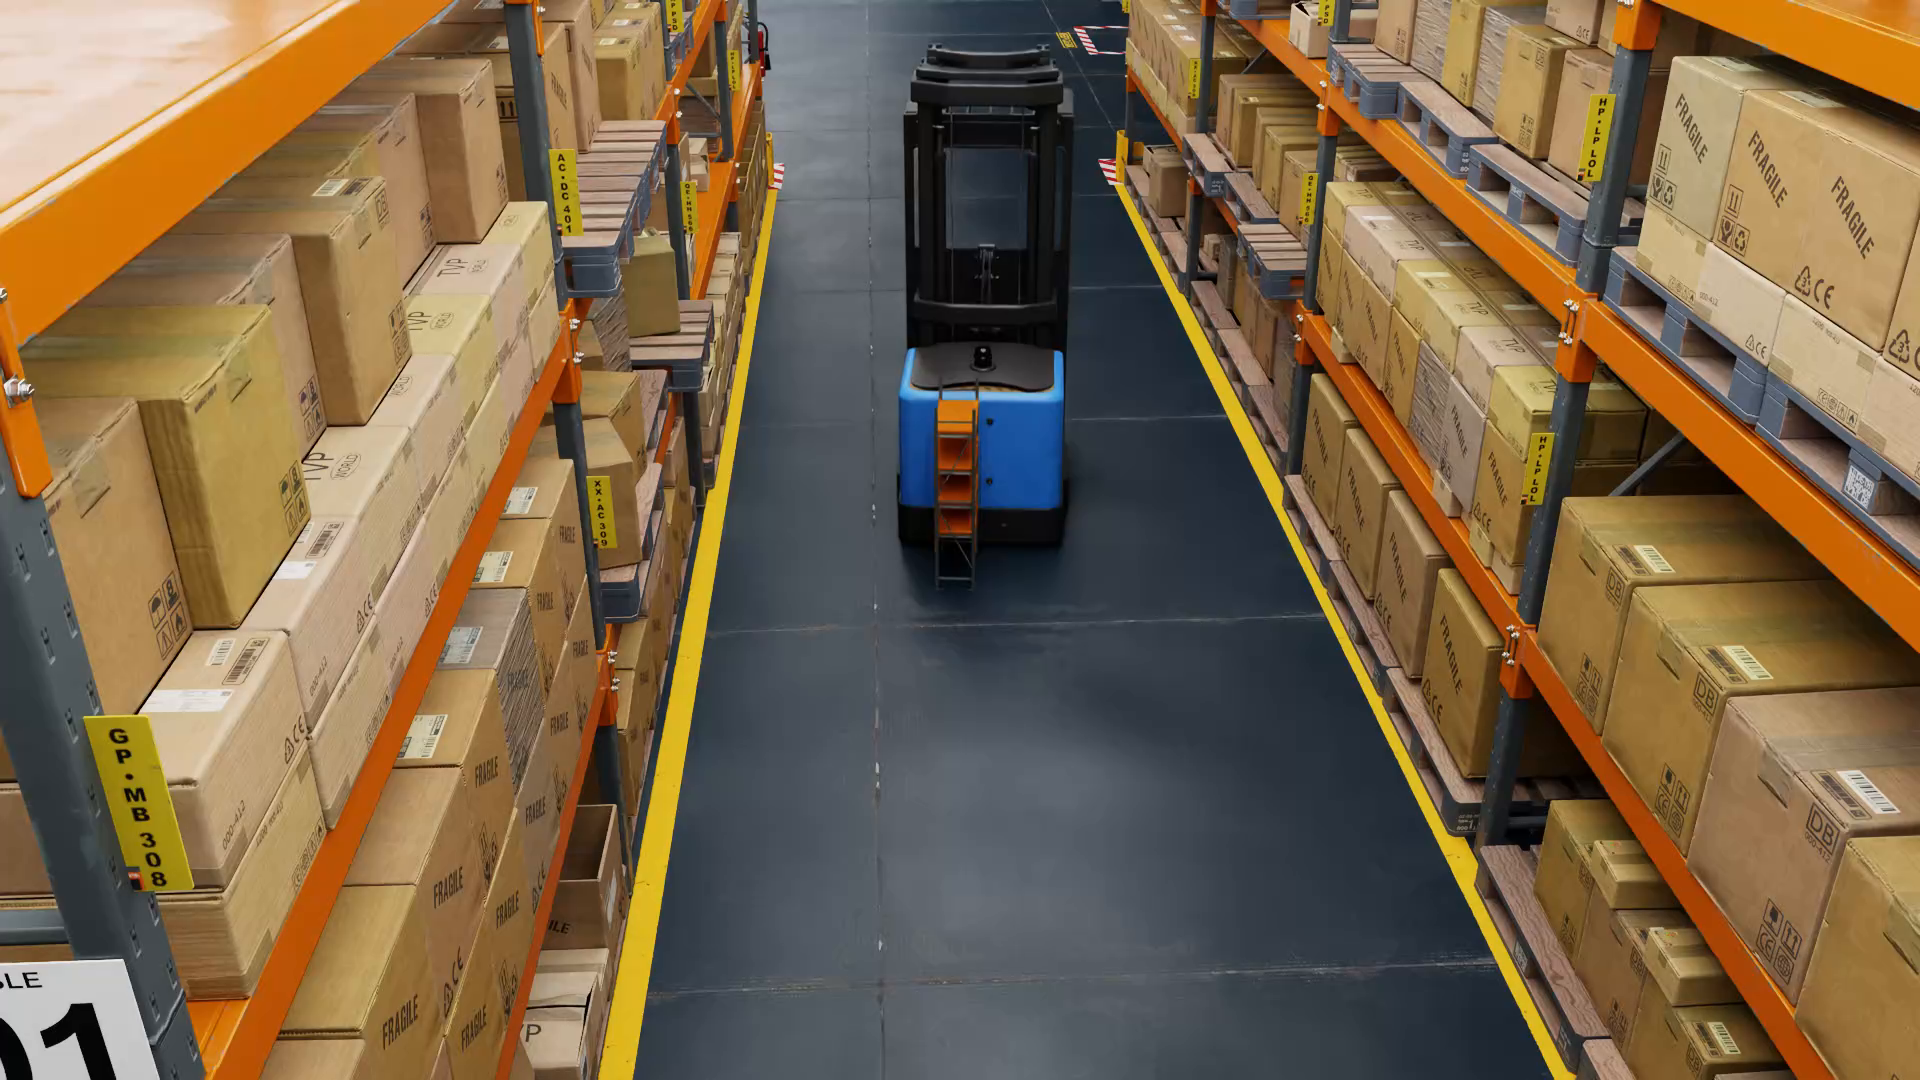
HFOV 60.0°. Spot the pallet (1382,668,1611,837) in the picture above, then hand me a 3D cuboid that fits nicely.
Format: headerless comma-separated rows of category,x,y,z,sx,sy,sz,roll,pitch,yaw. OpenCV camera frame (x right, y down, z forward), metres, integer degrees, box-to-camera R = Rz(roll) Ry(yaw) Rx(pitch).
pallet,2.825,1.050,8.509,1.003,0.211,1.213,-1,28,-3

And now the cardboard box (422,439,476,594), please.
cardboard box,-1.643,-0.063,4.546,0.500,0.250,0.500,-1,28,-3

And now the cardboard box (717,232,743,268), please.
cardboard box,-2.116,-2.441,14.099,0.500,0.311,0.500,-1,28,-3

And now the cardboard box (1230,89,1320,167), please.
cardboard box,2.538,-3.272,13.196,0.700,0.500,0.500,1,28,3

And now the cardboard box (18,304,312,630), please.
cardboard box,-1.782,-0.151,3.363,0.700,0.500,0.500,-1,28,-3

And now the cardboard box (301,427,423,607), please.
cardboard box,-1.616,-0.054,3.988,0.500,0.250,0.500,-1,28,-3

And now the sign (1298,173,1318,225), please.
sign,2.190,-2.140,10.444,0.100,0.325,0.005,-1,28,-3

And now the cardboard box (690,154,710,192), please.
cardboard box,-2.194,-2.944,13.297,0.396,0.266,0.258,-2,28,-4

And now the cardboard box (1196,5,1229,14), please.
cardboard box,2.599,-4.965,16.355,0.500,0.500,0.500,-2,28,-4

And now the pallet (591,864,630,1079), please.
pallet,-1.971,1.843,6.989,1.003,0.211,1.213,-1,28,-3

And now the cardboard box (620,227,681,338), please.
cardboard box,-2.069,-1.501,9.821,0.700,0.500,0.500,-11,29,-20

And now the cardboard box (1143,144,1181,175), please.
cardboard box,2.260,-4.055,17.713,0.500,0.311,0.500,-4,28,-8

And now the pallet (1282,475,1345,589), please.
pallet,2.698,-0.077,10.670,1.003,0.211,1.213,-1,28,-3

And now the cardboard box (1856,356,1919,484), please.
cardboard box,2.786,-0.291,4.421,0.500,0.250,0.500,-2,28,-4

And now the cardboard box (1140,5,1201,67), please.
cardboard box,2.076,-4.954,16.334,0.500,0.500,0.500,-2,28,-4

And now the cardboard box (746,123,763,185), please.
cardboard box,-2.240,-3.850,16.597,0.500,0.500,0.500,-1,28,-3

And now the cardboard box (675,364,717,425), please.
cardboard box,-1.949,-1.023,11.380,0.500,0.311,0.500,0,28,-1

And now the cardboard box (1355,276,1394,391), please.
cardboard box,2.545,-1.163,9.284,0.500,0.500,0.500,-2,28,-3

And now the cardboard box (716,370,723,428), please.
cardboard box,-1.976,-1.006,11.955,0.500,0.250,0.500,-2,28,-4

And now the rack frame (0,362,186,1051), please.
rack frame,-1.797,-0.524,2.023,1.000,3.000,0.127,-1,28,-3

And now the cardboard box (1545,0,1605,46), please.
cardboard box,2.982,-2.398,7.466,0.500,0.250,0.500,-2,28,-4

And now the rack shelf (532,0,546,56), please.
rack shelf,-2.110,-2.798,7.594,1.077,0.370,4.000,-1,28,-3

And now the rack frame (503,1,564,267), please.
rack frame,-2.006,-2.371,5.565,1.000,3.000,0.127,-1,28,-3

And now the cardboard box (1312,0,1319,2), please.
cardboard box,2.757,-3.665,11.156,0.797,0.503,0.637,2,28,5

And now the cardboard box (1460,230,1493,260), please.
cardboard box,3.062,-1.518,9.154,0.500,0.250,0.500,-2,28,-4

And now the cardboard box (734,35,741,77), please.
cardboard box,-2.589,-4.839,16.676,0.700,0.500,0.500,-1,28,-1

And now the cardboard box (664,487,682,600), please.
cardboard box,-1.905,0.020,9.695,0.500,0.500,0.500,-2,28,-5

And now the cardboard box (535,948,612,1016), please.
cardboard box,-1.613,1.786,6.689,0.380,0.149,0.250,-1,28,-3

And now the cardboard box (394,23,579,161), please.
cardboard box,-2.016,-1.858,7.155,0.600,0.600,0.600,-2,28,-3

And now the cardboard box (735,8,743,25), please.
cardboard box,-2.407,-5.292,16.843,0.380,0.149,0.250,-1,28,-1

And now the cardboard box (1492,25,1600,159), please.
cardboard box,2.911,-2.066,7.640,0.700,0.500,0.500,-2,28,-4

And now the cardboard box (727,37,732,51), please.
cardboard box,-2.329,-4.581,15.481,0.380,0.149,0.250,-2,28,-3

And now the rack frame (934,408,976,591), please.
rack frame,-0.029,-0.225,9.883,0.240,1.200,0.015,1,28,2

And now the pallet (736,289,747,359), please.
pallet,-2.346,-1.830,14.030,1.003,0.211,1.213,-1,28,-3

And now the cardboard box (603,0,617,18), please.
cardboard box,-2.198,-3.174,9.159,0.500,0.500,0.500,-1,28,-3

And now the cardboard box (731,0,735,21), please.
cardboard box,-2.585,-5.389,16.328,0.700,0.500,0.500,-2,28,-4

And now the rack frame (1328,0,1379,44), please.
rack frame,2.732,-4.339,9.339,1.000,3.000,0.127,-1,28,-3

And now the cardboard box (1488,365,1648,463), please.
cardboard box,2.661,-0.559,7.316,0.500,0.250,0.500,-1,28,-1

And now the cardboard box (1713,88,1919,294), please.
cardboard box,2.731,-1.086,5.133,0.500,0.500,0.500,-2,28,-4

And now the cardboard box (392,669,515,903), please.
cardboard box,-1.640,0.730,4.917,0.500,0.500,0.500,-2,28,-3

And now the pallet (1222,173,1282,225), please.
pallet,2.588,-2.508,12.522,1.003,0.211,1.213,-1,28,-3

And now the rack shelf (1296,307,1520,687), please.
rack shelf,2.836,-0.437,9.122,1.077,0.370,4.000,-1,28,-3

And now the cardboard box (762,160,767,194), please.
cardboard box,-2.271,-3.749,17.213,0.500,0.250,0.500,-1,28,-3

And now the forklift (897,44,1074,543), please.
forklift,0.195,-1.921,11.265,1.130,2.935,3.031,1,28,2

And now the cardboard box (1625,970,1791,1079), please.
cardboard box,2.925,1.907,6.099,0.700,0.500,0.500,-1,28,-1

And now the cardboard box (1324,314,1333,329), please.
cardboard box,2.518,-1.419,10.478,0.380,0.149,0.250,-2,28,-3

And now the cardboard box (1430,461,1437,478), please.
cardboard box,2.616,-0.351,8.429,0.380,0.149,0.250,-1,28,-3

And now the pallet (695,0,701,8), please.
pallet,-2.365,-4.244,12.606,0.805,0.209,1.217,-2,28,-5

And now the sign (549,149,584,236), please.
sign,-1.464,-1.287,6.171,0.100,0.325,0.005,-1,28,-3

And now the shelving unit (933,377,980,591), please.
shelving unit,-0.018,-0.337,10.099,0.258,1.200,0.503,1,28,2

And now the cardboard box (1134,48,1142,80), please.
cardboard box,2.064,-4.844,16.934,0.500,0.250,0.500,-2,28,-4

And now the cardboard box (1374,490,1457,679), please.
cardboard box,2.728,0.227,8.941,0.750,0.750,0.750,-1,28,-1

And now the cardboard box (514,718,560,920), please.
cardboard box,-1.666,0.945,5.587,0.500,0.500,0.500,-1,28,-1

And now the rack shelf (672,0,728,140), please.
rack shelf,-2.319,-3.493,11.737,1.077,0.370,4.000,-1,28,-3

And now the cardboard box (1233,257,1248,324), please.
cardboard box,2.655,-2.037,13.638,0.700,0.500,0.500,-2,28,-4
